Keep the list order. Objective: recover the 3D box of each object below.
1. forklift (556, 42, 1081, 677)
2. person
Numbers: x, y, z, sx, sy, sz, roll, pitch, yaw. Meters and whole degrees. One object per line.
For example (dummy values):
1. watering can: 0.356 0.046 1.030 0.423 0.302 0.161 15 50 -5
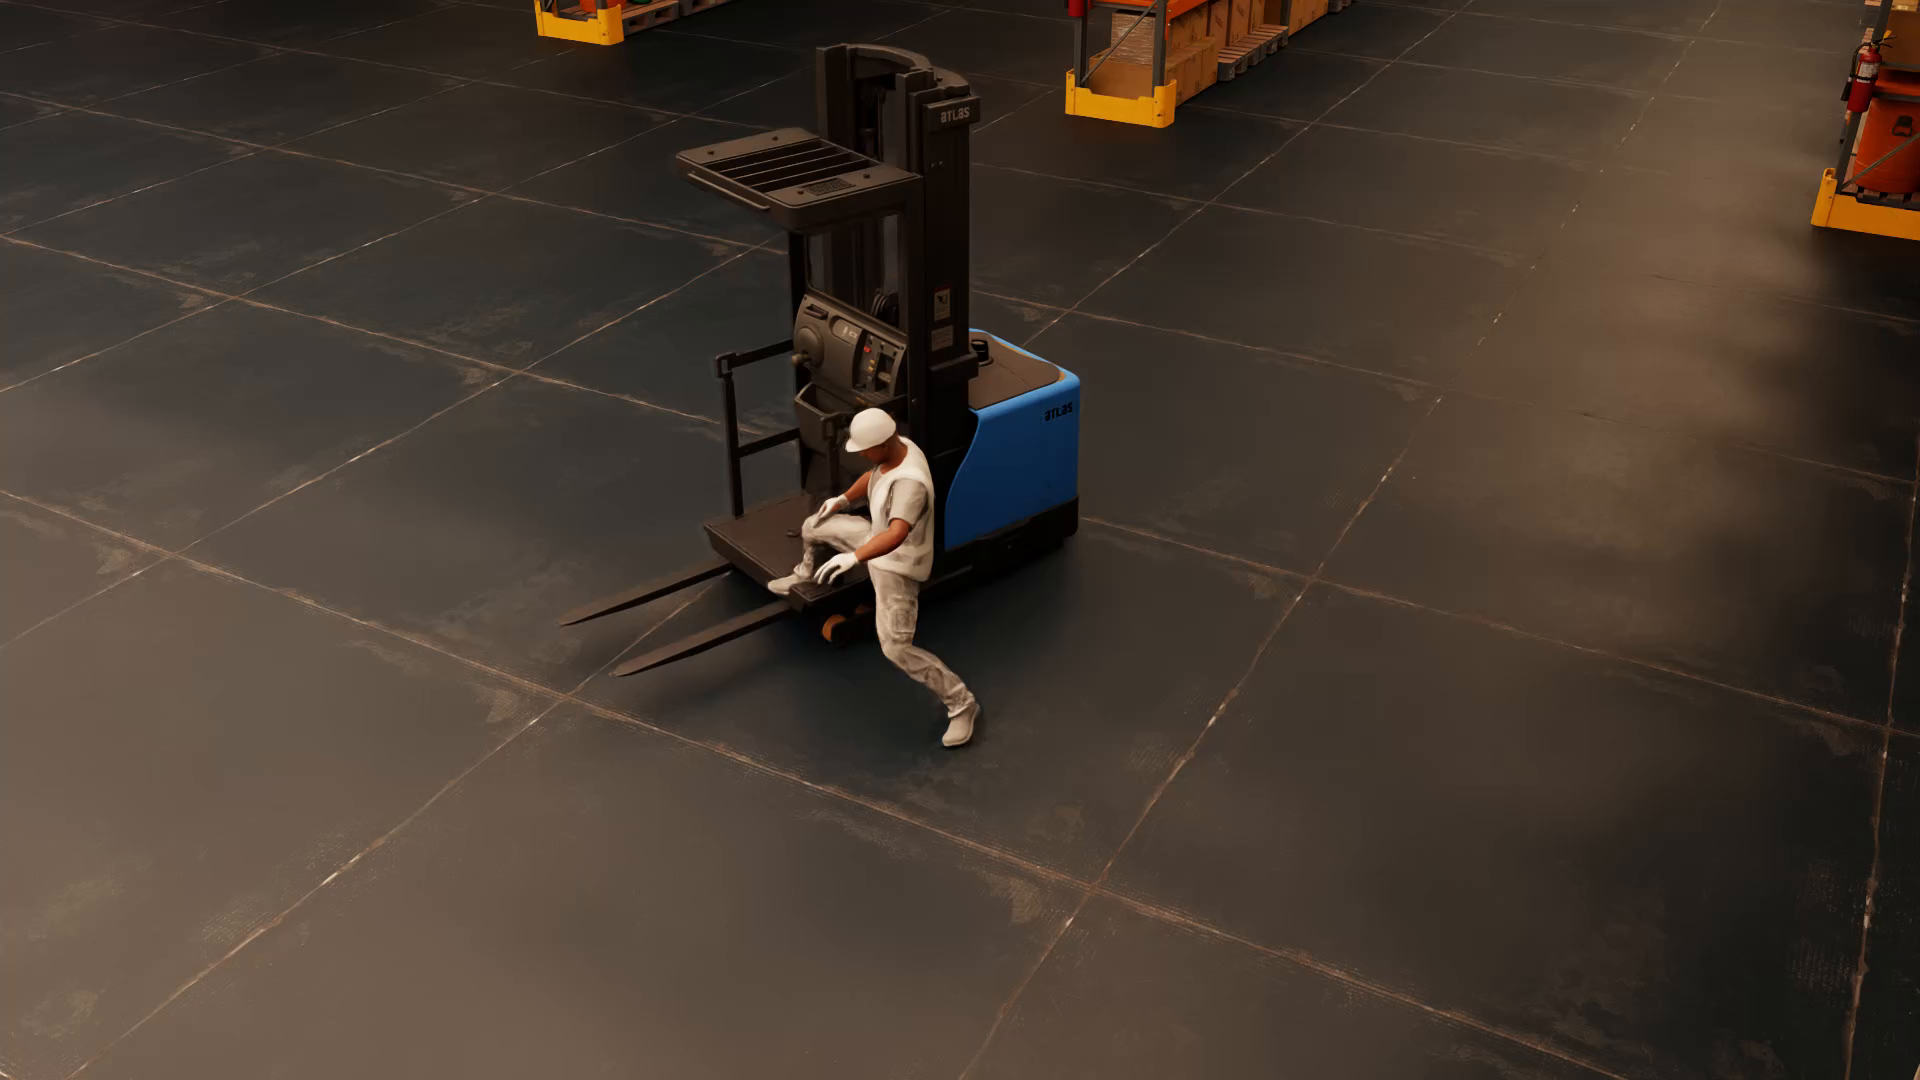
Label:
1. forklift: -0.757 -0.995 8.795 3.031 2.935 1.130 -22 37 -33
2. person: -0.455 0.079 8.291 0.972 1.578 1.247 -6 30 -9
